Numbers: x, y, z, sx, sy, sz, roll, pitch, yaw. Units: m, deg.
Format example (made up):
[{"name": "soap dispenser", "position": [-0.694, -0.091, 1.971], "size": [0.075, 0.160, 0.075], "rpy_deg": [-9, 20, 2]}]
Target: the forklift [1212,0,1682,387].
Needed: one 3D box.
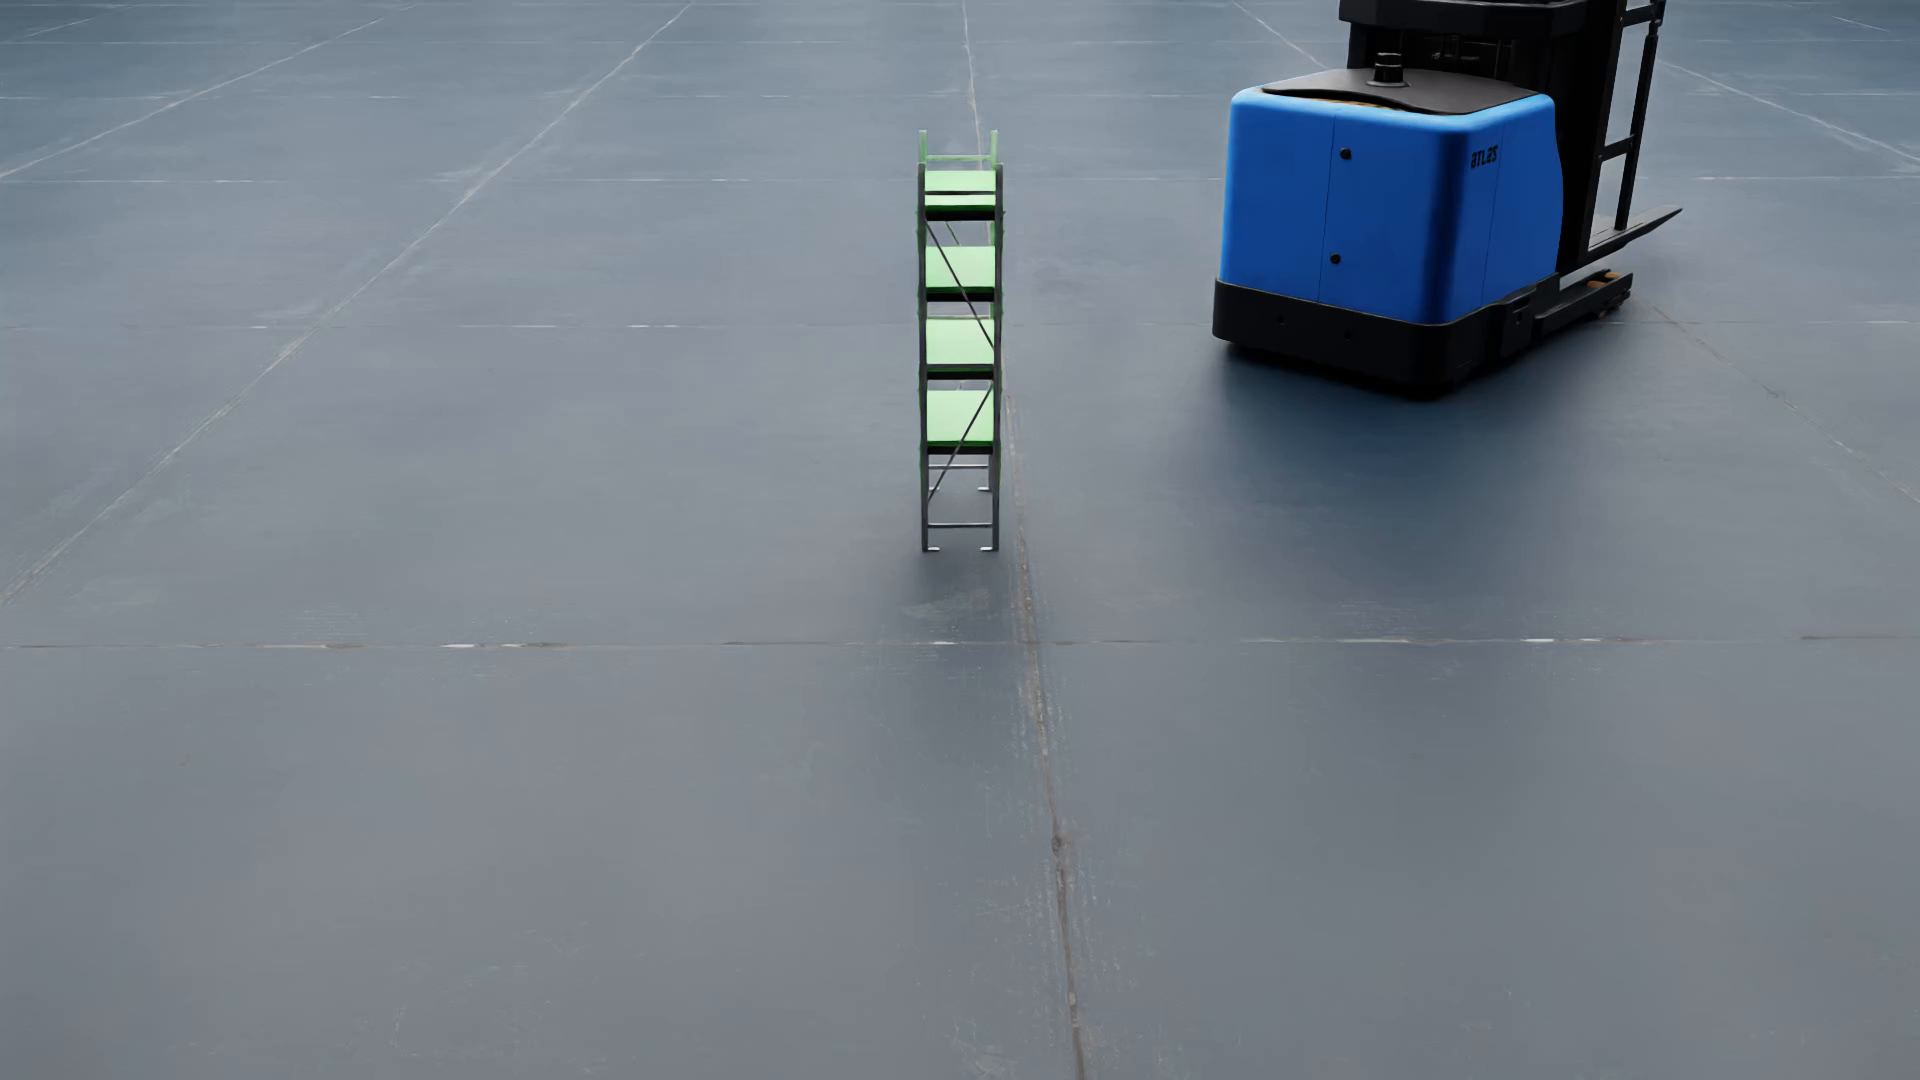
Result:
[{"name": "forklift", "position": [2.415, -2.453, 7.116], "size": [1.130, 2.935, 3.031], "rpy_deg": [20, 31, 37]}]

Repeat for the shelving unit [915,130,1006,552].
[{"name": "shelving unit", "position": [-0.002, -0.615, 5.154], "size": [0.258, 1.200, 0.503], "rpy_deg": [0, 24, -1]}]

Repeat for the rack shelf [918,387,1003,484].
[{"name": "rack shelf", "position": [-0.002, -0.338, 5.279], "size": [0.258, 0.148, 0.480], "rpy_deg": [0, 24, -1]}]

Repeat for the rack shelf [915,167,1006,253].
[{"name": "rack shelf", "position": [-0.002, -0.994, 4.982], "size": [0.258, 0.148, 0.480], "rpy_deg": [0, 24, -1]}]

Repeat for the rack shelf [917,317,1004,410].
[{"name": "rack shelf", "position": [-0.002, -0.557, 5.180], "size": [0.258, 0.148, 0.480], "rpy_deg": [0, 24, -1]}]

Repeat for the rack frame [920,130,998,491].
[{"name": "rack frame", "position": [-0.004, -0.715, 5.376], "size": [0.240, 1.200, 0.015], "rpy_deg": [0, 24, -1]}]

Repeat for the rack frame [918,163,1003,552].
[{"name": "rack frame", "position": [0.001, -0.514, 4.931], "size": [0.240, 1.200, 0.015], "rpy_deg": [0, 24, -1]}]

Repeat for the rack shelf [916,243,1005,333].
[{"name": "rack shelf", "position": [-0.002, -0.775, 5.081], "size": [0.258, 0.148, 0.480], "rpy_deg": [0, 24, -1]}]
